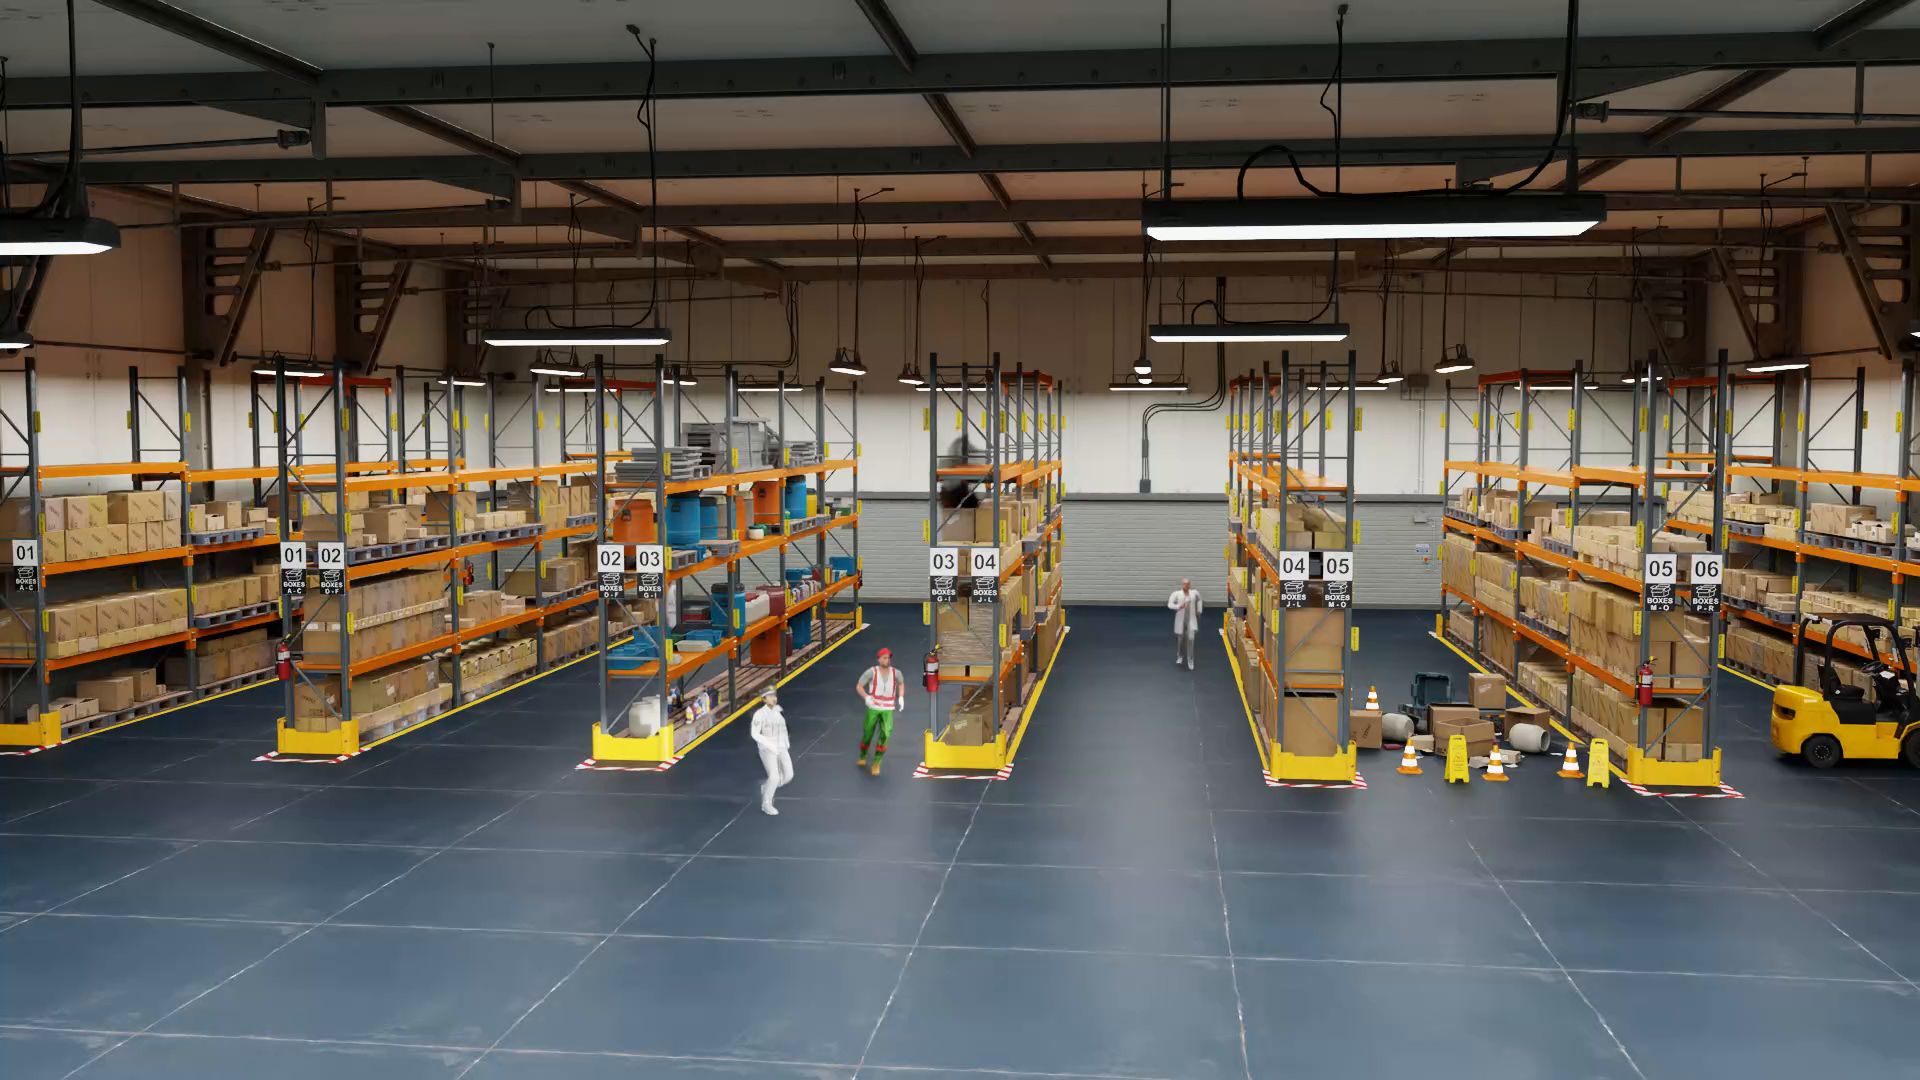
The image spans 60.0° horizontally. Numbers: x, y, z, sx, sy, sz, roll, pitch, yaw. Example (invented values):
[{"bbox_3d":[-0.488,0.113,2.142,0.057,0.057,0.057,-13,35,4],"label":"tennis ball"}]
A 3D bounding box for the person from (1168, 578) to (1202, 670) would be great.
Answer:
[{"bbox_3d":[4.600,1.700,33.997,0.722,1.843,0.863,0,4,2],"label":"person"}]

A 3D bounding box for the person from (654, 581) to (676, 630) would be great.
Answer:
[{"bbox_3d":[-6.282,1.601,35.698,0.640,1.843,0.685,0,4,-2],"label":"person"}]

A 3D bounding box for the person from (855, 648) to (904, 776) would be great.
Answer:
[{"bbox_3d":[-1.133,2.441,23.855,0.715,1.799,0.700,-1,4,-9],"label":"person"}]

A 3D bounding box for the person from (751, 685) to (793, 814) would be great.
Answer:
[{"bbox_3d":[-2.380,2.675,21.290,0.488,1.662,0.608,4,5,42],"label":"person"}]
